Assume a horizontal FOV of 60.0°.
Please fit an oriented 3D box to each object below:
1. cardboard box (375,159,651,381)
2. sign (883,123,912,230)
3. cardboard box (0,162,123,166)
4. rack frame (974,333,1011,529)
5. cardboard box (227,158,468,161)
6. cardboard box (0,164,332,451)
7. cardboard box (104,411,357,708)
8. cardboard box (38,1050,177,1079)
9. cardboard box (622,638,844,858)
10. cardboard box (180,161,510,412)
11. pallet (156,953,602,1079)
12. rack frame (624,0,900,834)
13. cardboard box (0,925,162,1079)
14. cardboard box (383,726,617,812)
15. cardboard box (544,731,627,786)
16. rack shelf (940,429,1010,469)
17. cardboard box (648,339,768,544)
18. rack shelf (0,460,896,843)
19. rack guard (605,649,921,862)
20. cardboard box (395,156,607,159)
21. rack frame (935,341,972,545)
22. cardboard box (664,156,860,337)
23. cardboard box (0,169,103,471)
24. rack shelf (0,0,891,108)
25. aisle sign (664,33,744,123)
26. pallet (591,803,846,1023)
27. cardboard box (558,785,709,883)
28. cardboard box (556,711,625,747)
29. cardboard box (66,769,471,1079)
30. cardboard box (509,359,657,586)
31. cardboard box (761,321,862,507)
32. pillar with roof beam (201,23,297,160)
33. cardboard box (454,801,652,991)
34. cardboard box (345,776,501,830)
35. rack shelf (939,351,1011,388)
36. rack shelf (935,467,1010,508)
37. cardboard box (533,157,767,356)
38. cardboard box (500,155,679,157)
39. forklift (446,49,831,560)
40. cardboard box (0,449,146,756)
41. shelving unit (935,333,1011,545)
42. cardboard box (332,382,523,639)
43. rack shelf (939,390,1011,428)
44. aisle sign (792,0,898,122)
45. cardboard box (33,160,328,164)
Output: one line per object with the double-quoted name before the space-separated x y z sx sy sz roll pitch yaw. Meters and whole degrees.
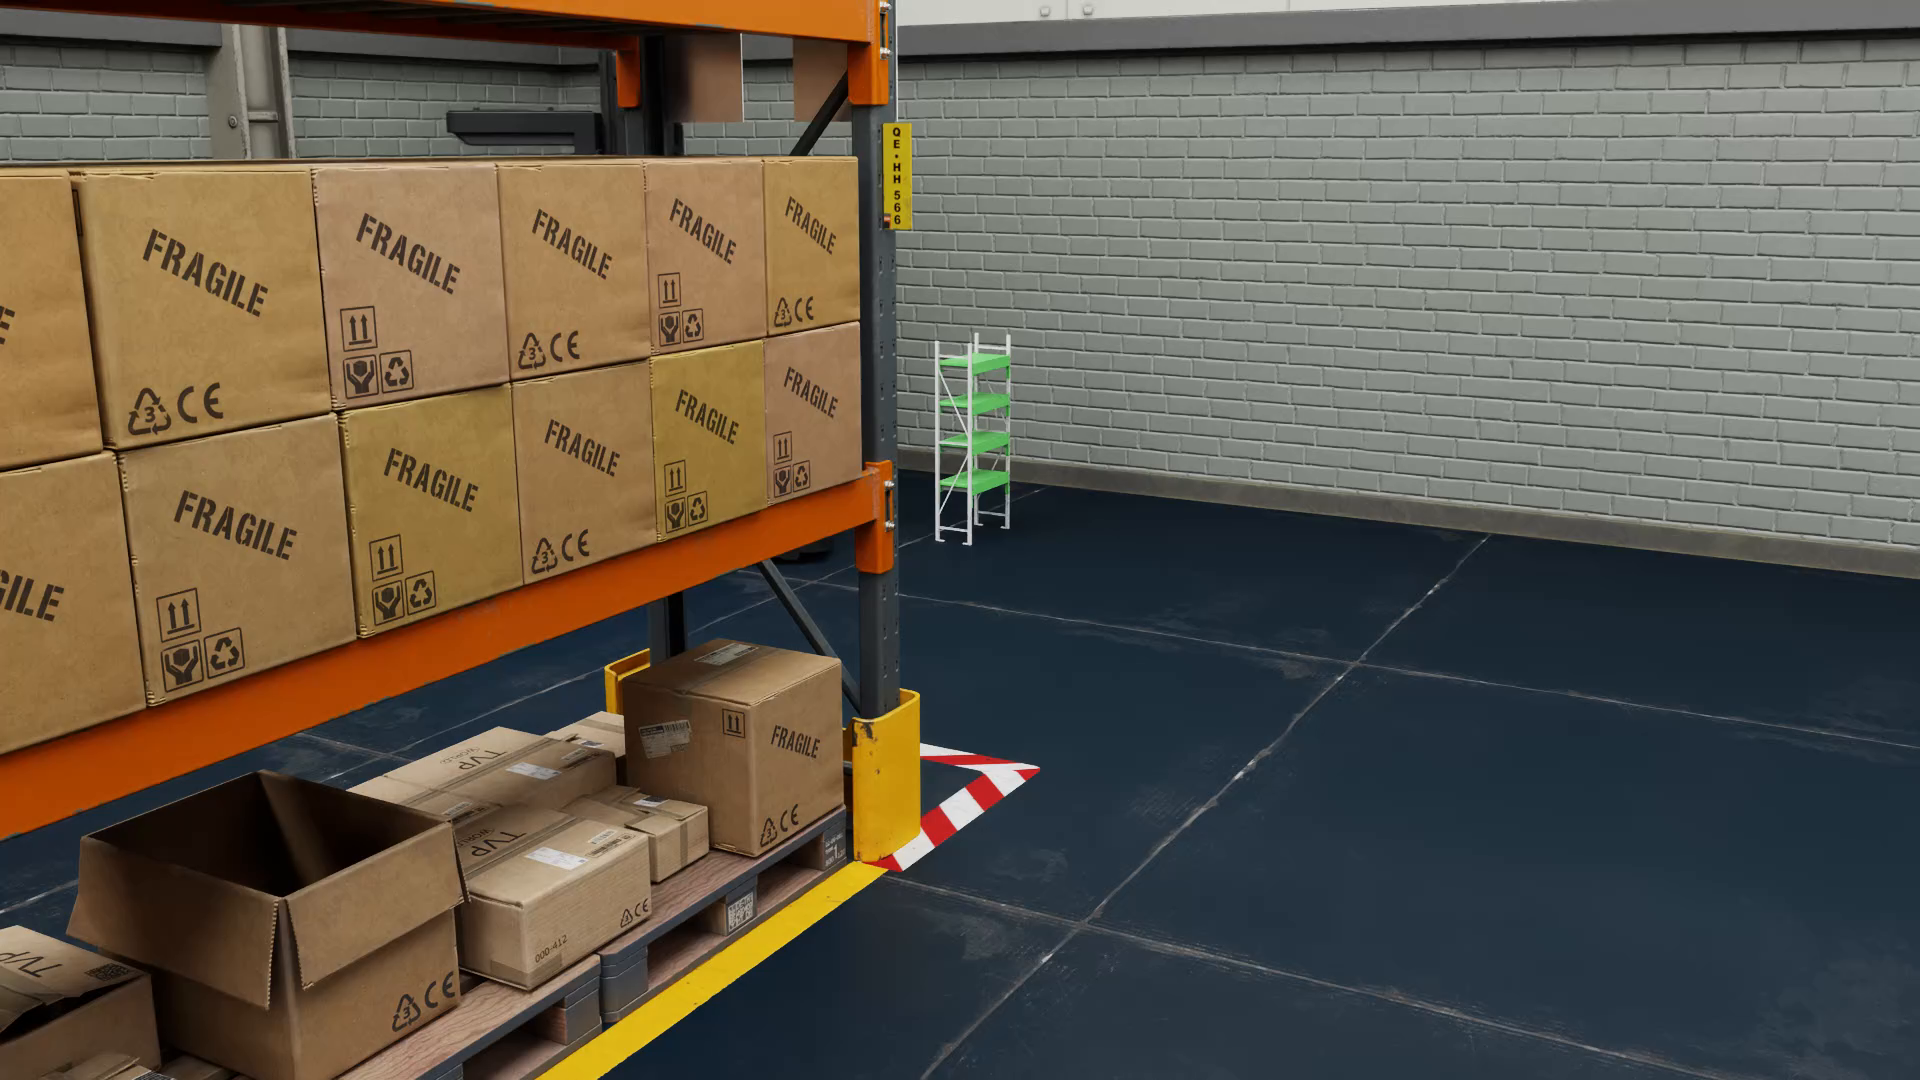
"cardboard box" -1.137 -0.693 4.162 0.500 0.500 0.500 8 16 30
"sign" -0.196 -1.141 5.222 0.100 0.325 0.005 7 15 28
"cardboard box" -2.099 -0.548 3.558 0.500 0.500 0.500 8 15 28
"rack frame" 0.198 -0.667 10.241 0.240 1.200 0.015 7 15 28
"cardboard box" -1.610 -0.755 4.418 0.500 0.500 0.500 8 16 29
"cardboard box" -1.634 -0.482 3.285 0.500 0.500 0.500 7 15 26
"cardboard box" -1.632 -0.001 3.425 0.500 0.500 0.500 7 15 28
"cardboard box" -1.804 1.252 3.546 0.380 0.166 0.250 7 15 28
"cardboard box" -0.720 0.649 5.336 0.500 0.500 0.500 7 15 28
"cardboard box" -1.385 -0.588 3.725 0.500 0.500 0.500 8 16 30
"pallet" -1.684 1.293 4.222 1.003 0.211 1.213 7 15 28
"rack frame" -0.672 -0.492 5.673 1.000 3.000 0.127 7 15 28
"cardboard box" -2.216 1.119 3.789 0.500 0.311 0.500 7 15 28
"cardboard box" -1.425 0.813 5.189 0.500 0.250 0.500 7 15 28
"cardboard box" -1.296 0.770 5.546 0.380 0.166 0.250 7 15 28
"rack shelf" 0.080 -0.555 10.049 0.258 0.148 0.480 7 15 28
"cardboard box" -0.898 -0.311 4.709 0.500 0.500 0.500 8 15 29
"rack shelf" -1.639 0.268 4.055 1.077 0.370 4.000 7 15 28
"rack guard" -0.709 0.739 5.901 1.175 0.500 0.348 7 15 28
"cardboard box" -1.364 -0.857 4.842 0.500 0.500 0.500 8 15 29
"rack frame" -0.038 -0.567 9.826 0.240 1.200 0.015 7 15 28
"cardboard box" -0.647 -0.904 5.036 0.500 0.500 0.500 7 15 28
"cardboard box" -1.883 -0.376 2.848 0.500 0.500 0.500 7 15 26
"rack shelf" -1.639 -1.190 3.704 1.077 0.370 4.000 7 15 28
"aisle sign" -0.896 -1.803 5.564 0.394 0.787 0.004 7 15 28
"pallet" -1.094 1.043 5.256 1.003 0.211 1.213 7 15 28
"cardboard box" -0.994 0.884 5.073 0.380 0.166 0.250 7 15 28
"cardboard box" -1.176 0.727 5.761 0.380 0.149 0.250 7 15 28
"cardboard box" -1.702 0.943 4.111 0.797 0.503 0.637 7 15 28
"cardboard box" -1.144 -0.209 4.287 0.500 0.500 0.500 8 15 28
"cardboard box" -0.651 -0.418 5.152 0.500 0.500 0.500 8 16 30
"pillar with roof beam" -0.694 -4.133 7.976 9.100 9.000 0.400 7 15 28
"cardboard box" -1.205 0.962 4.571 0.500 0.250 0.500 7 15 28
"cardboard box" -1.667 0.916 4.763 0.500 0.250 0.500 7 15 28
"rack shelf" 0.080 -1.022 9.936 0.258 0.148 0.480 7 15 28
"rack shelf" 0.080 -0.322 10.105 0.258 0.148 0.480 7 15 28
"cardboard box" -0.890 -0.800 4.606 0.500 0.500 0.500 8 16 30
"cardboard box" -1.118 -0.965 5.290 0.500 0.500 0.500 8 16 30
"forklift" -2.286 -1.376 9.486 3.031 2.935 1.130 -1 14 -5
"cardboard box" -1.876 0.101 3.000 0.500 0.500 0.500 8 16 29
"shelving unit" 0.080 -0.617 10.034 0.258 1.200 0.503 7 15 28
"cardboard box" -1.388 -0.106 3.858 0.500 0.500 0.500 7 15 27
"rack shelf" 0.080 -0.788 9.993 0.258 0.148 0.480 7 15 28
"aisle sign" -0.371 -1.735 5.282 0.394 0.787 0.004 7 15 28
"cardboard box" -1.855 -0.651 3.986 0.500 0.500 0.500 7 15 28
